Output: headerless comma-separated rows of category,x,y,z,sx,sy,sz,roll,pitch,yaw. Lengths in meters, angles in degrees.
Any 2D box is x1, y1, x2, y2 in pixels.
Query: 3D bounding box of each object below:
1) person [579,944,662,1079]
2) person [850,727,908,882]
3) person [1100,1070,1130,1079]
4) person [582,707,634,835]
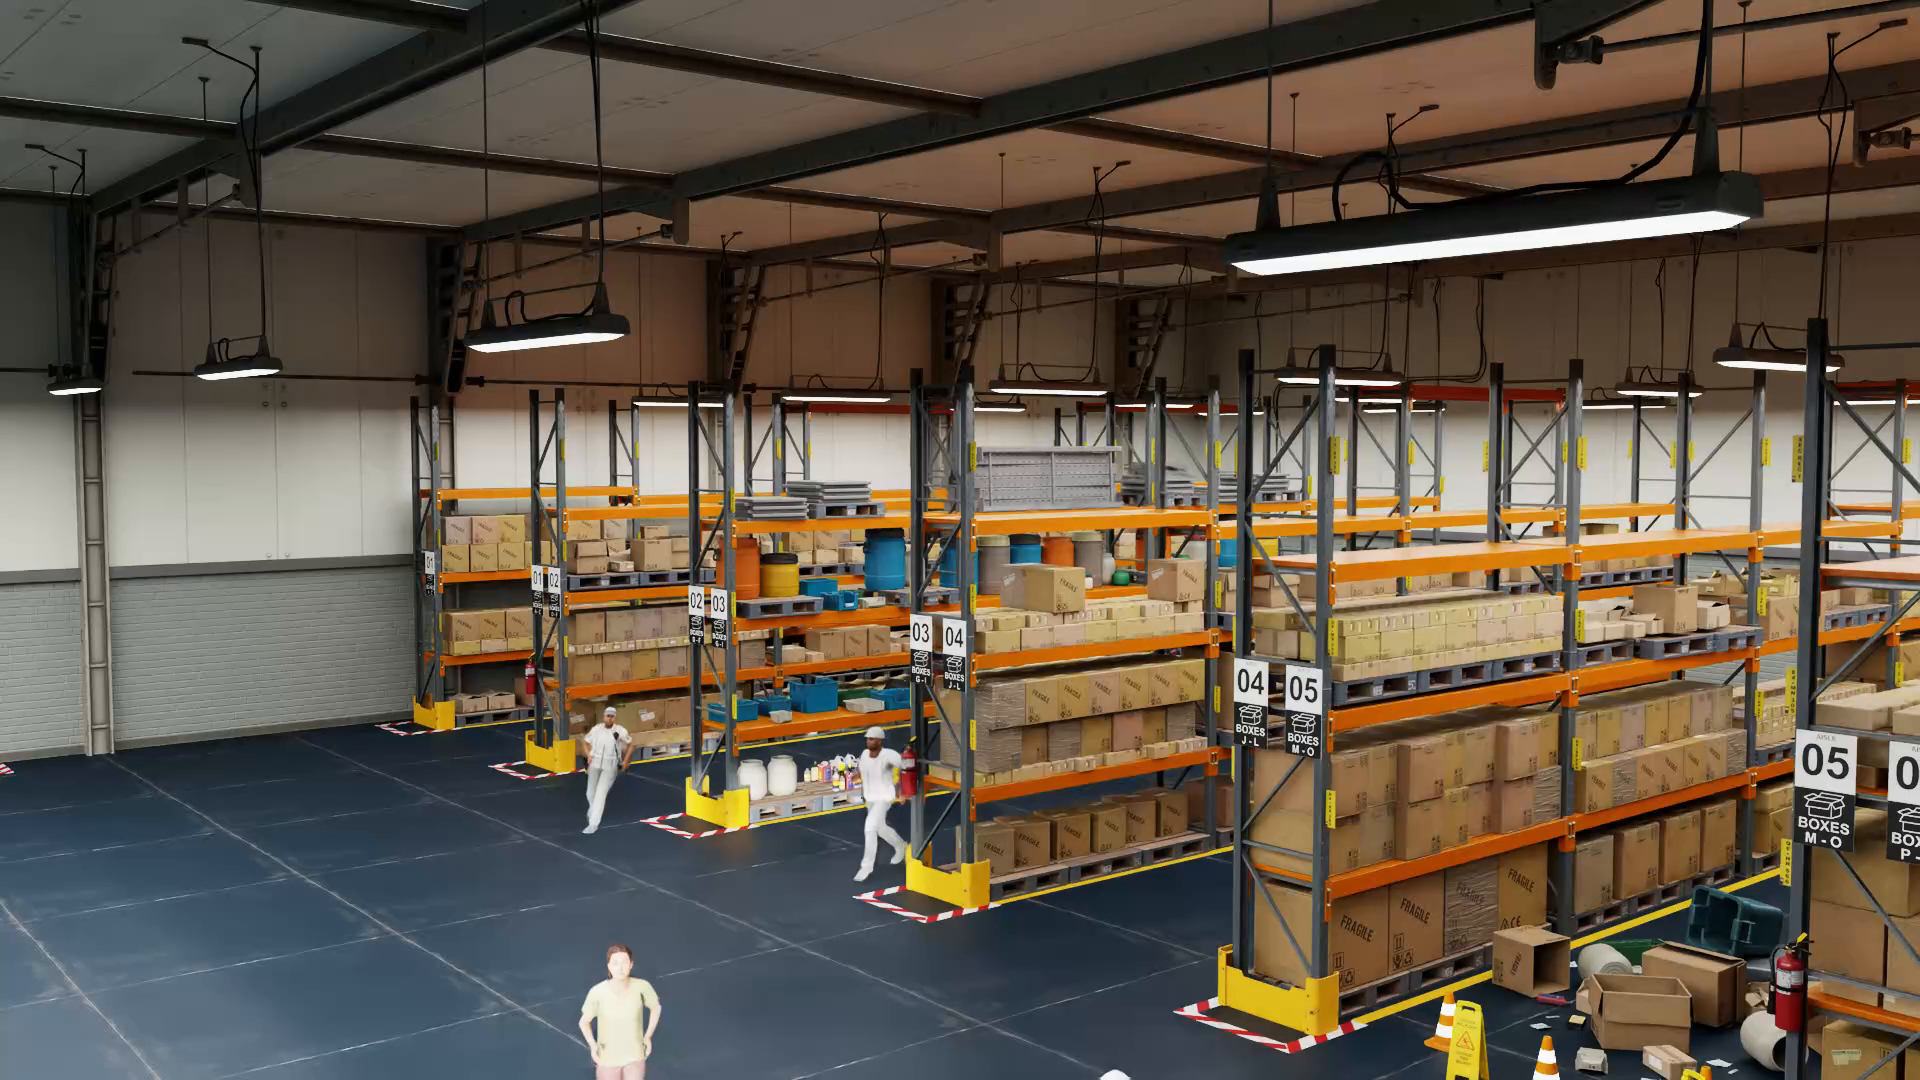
person,-2.384,3.655,11.722,0.578,1.637,0.764,-1,3,-15
person,-0.963,3.115,19.911,0.939,1.789,0.723,-3,4,-41
person,0.833,3.760,9.063,0.668,1.739,0.803,0,3,4
person,-4.739,3.037,22.205,0.665,1.623,0.881,0,3,2
